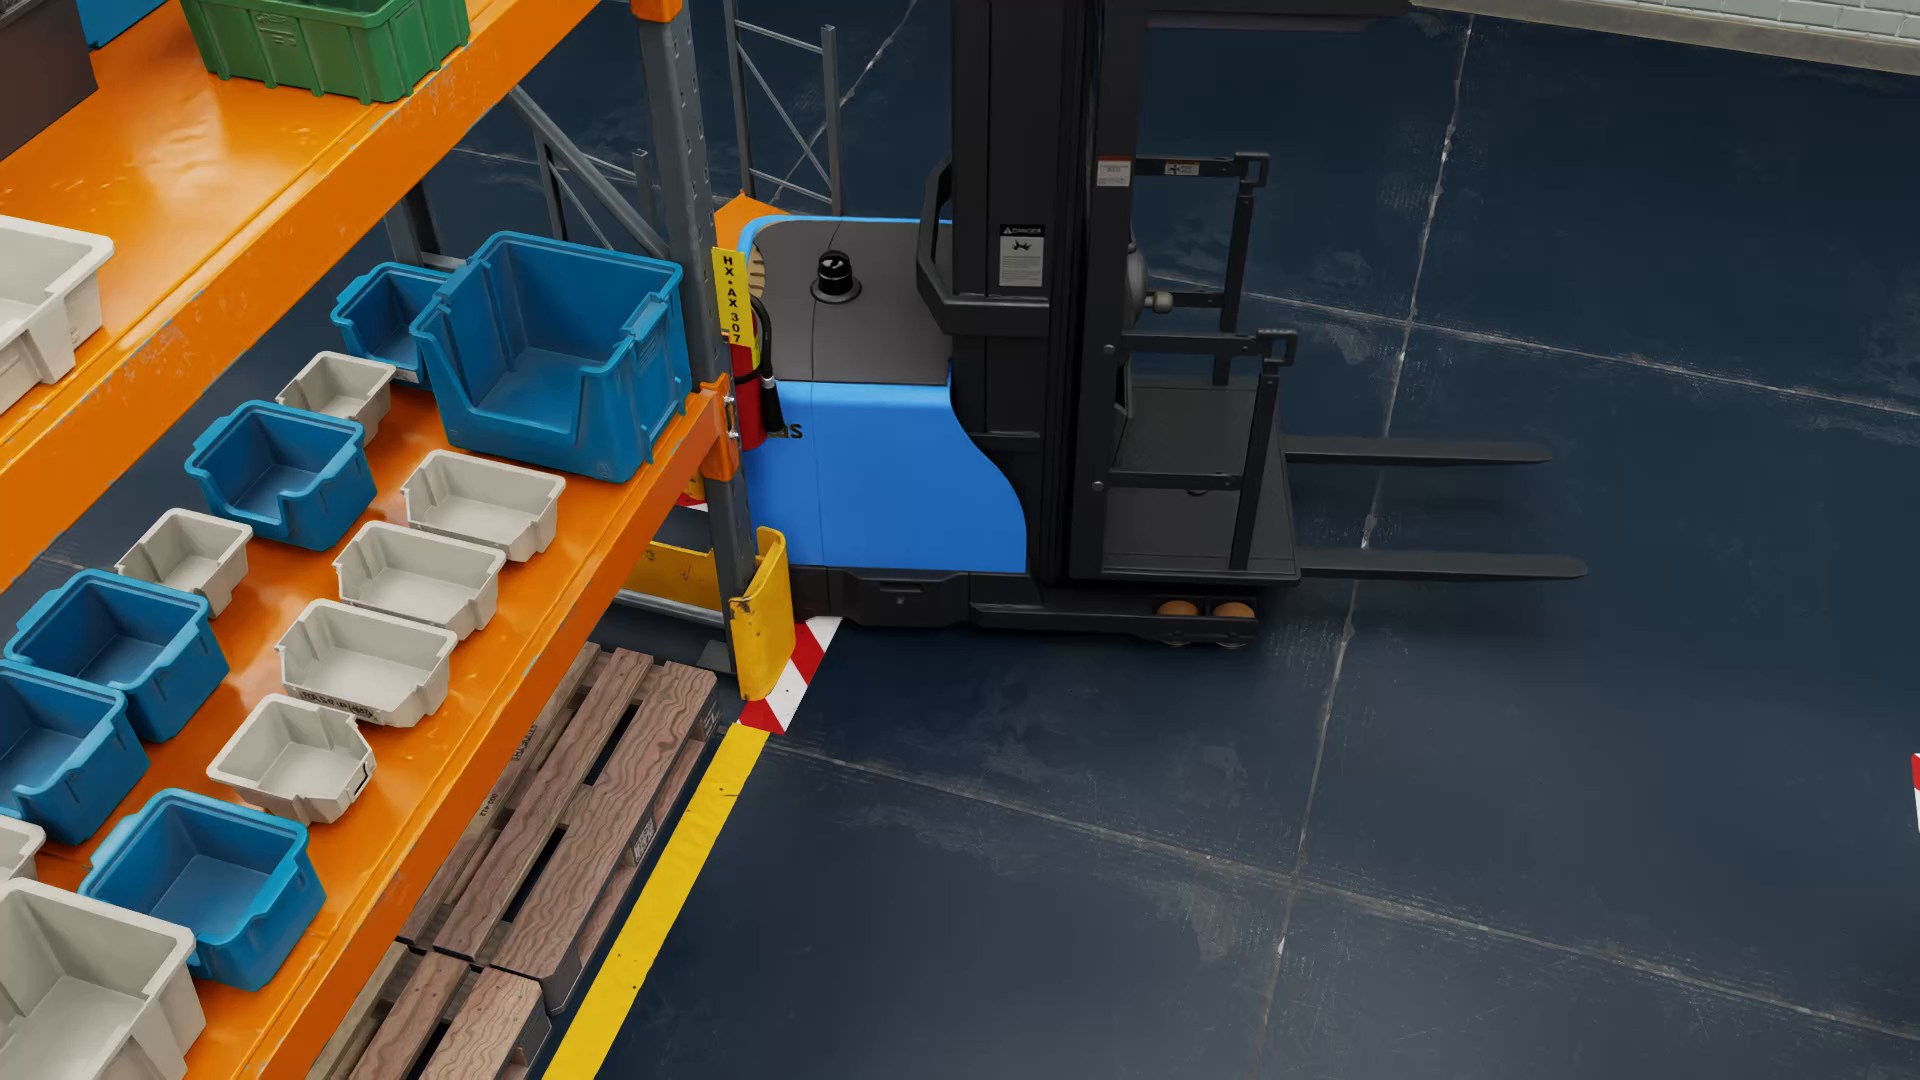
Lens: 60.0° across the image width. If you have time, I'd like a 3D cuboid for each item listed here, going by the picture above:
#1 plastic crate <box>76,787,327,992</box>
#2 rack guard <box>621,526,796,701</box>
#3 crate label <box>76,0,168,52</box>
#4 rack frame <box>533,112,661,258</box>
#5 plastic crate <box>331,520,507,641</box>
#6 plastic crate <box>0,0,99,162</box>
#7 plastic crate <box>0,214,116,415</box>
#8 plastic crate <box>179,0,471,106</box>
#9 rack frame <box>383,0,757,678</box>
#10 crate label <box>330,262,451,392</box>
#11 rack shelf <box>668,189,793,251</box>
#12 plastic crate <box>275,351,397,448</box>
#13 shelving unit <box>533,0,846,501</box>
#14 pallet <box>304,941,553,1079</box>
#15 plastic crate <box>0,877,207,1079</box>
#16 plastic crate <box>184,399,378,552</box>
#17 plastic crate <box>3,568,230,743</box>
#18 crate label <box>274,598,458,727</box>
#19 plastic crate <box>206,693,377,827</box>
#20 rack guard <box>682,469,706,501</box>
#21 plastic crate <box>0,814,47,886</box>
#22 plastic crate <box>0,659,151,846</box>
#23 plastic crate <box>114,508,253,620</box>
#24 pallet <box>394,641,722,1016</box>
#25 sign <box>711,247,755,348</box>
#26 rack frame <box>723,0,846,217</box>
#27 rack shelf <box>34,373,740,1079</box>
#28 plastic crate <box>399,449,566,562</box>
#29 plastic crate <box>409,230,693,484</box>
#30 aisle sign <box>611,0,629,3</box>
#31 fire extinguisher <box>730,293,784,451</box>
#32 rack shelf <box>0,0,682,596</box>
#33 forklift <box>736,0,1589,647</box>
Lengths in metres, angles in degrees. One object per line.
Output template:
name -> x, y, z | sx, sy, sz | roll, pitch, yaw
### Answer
plastic crate -> -1.545, 0.734, 3.432 | 0.416, 0.233, 0.300 | 13, 46, 13
rack guard -> -1.172, 0.147, 5.743 | 1.175, 0.500, 0.348 | 13, 46, 13
crate label -> -1.755, -1.200, 3.294 | 0.408, 0.251, 0.502 | 13, 46, 13
rack frame -> -1.227, -0.807, 6.002 | 0.500, 1.500, 0.032 | 25, 50, 23
plastic crate -> -1.343, 0.117, 4.132 | 0.396, 0.136, 0.243 | 13, 46, 13
plastic crate -> -1.892, -0.818, 2.841 | 0.504, 0.338, 0.767 | 13, 46, 13
plastic crate -> -1.556, -0.276, 2.431 | 0.437, 0.136, 0.530 | 13, 46, 13
plastic crate -> -1.194, -1.006, 3.141 | 0.450, 0.188, 0.336 | 13, 46, 13
rack frame -> -1.167, -0.728, 4.849 | 1.000, 3.000, 0.127 | 13, 46, 13
crate label -> -1.556, -0.595, 4.790 | 0.416, 0.233, 0.303 | 13, 46, 13
rack shelf -> -0.946, -0.975, 6.431 | 0.538, 0.185, 1.000 | 25, 50, 23
plastic crate -> -1.732, -0.364, 4.623 | 0.250, 0.136, 0.298 | 13, 46, 13
shelving unit -> -0.941, -1.109, 6.311 | 0.587, 1.500, 1.083 | 25, 50, 23
pallet -> -1.825, 1.621, 4.443 | 1.003, 0.211, 1.213 | 13, 46, 13
plastic crate -> -1.741, 0.980, 3.145 | 0.437, 0.282, 0.530 | 13, 46, 13
plastic crate -> -1.755, -0.156, 4.342 | 0.416, 0.233, 0.300 | 13, 46, 13
plastic crate -> -1.954, 0.283, 3.893 | 0.416, 0.233, 0.300 | 13, 46, 13
crate label -> -1.404, 0.308, 3.937 | 0.396, 0.136, 0.243 | 13, 46, 13
plastic crate -> -1.476, 0.509, 3.731 | 0.298, 0.136, 0.250 | 13, 46, 13
rack guard -> -1.216, -0.372, 6.451 | 0.587, 0.250, 0.087 | 25, 50, 23
plastic crate -> -2.138, 0.787, 3.447 | 0.293, 0.136, 0.466 | 13, 46, 13
plastic crate -> -2.045, 0.483, 3.689 | 0.416, 0.233, 0.300 | 13, 46, 13
plastic crate -> -1.937, 0.088, 4.161 | 0.250, 0.136, 0.298 | 13, 46, 13
pallet -> -1.454, 0.810, 5.271 | 1.003, 0.211, 1.213 | 13, 46, 13
sign -> -0.638, -0.681, 4.684 | 0.100, 0.325, 0.005 | 13, 46, 13
rack frame -> -0.666, -1.400, 6.608 | 0.500, 1.500, 0.032 | 25, 50, 23
rack shelf -> -1.773, 0.862, 3.739 | 1.077, 0.370, 4.000 | 13, 46, 13
plastic crate -> -1.242, -0.073, 4.326 | 0.396, 0.136, 0.243 | 13, 46, 13
plastic crate -> -1.091, -0.499, 4.547 | 0.616, 0.435, 0.499 | 13, 46, 13
aisle sign -> -0.866, -1.643, 3.926 | 0.394, 0.787, 0.004 | 13, 46, 13
fire extinguisher -> -0.688, -0.571, 5.011 | 0.296, 0.674, 0.183 | 13, 46, 13
rack shelf -> -1.773, -0.210, 2.689 | 1.077, 0.370, 4.000 | 13, 46, 13
forklift -> 0.702, -1.053, 5.230 | 3.031, 2.935, 1.130 | 2, 44, 2
